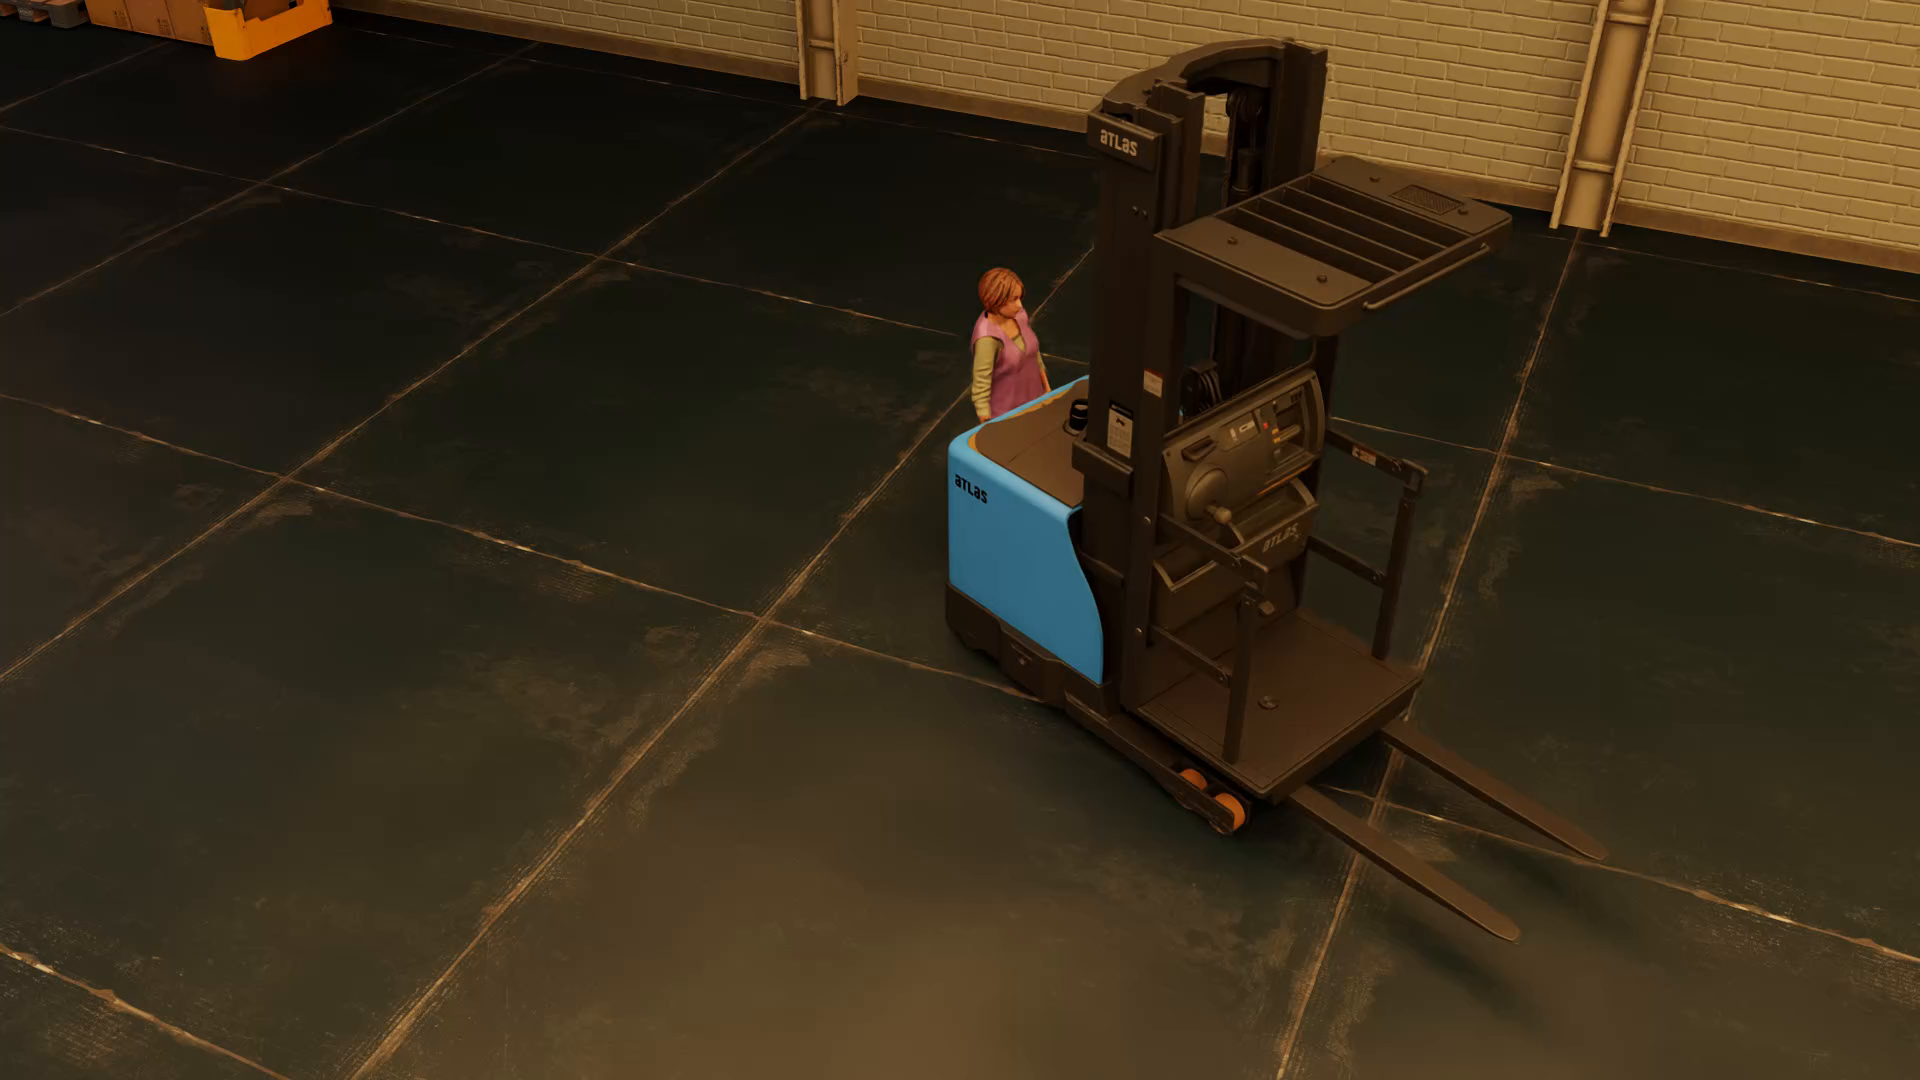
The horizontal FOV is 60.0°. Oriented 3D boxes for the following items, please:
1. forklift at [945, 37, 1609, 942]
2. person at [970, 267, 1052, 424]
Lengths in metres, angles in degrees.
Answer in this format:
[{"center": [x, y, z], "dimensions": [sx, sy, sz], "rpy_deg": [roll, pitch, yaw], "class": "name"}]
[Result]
[{"center": [1.285, -0.312, 6.524], "dimensions": [1.130, 2.935, 3.031], "rpy_deg": [-27, 44, -33], "class": "forklift"}, {"center": [0.333, -0.576, 8.093], "dimensions": [0.636, 1.503, 0.594], "rpy_deg": [27, 44, 33], "class": "person"}]
